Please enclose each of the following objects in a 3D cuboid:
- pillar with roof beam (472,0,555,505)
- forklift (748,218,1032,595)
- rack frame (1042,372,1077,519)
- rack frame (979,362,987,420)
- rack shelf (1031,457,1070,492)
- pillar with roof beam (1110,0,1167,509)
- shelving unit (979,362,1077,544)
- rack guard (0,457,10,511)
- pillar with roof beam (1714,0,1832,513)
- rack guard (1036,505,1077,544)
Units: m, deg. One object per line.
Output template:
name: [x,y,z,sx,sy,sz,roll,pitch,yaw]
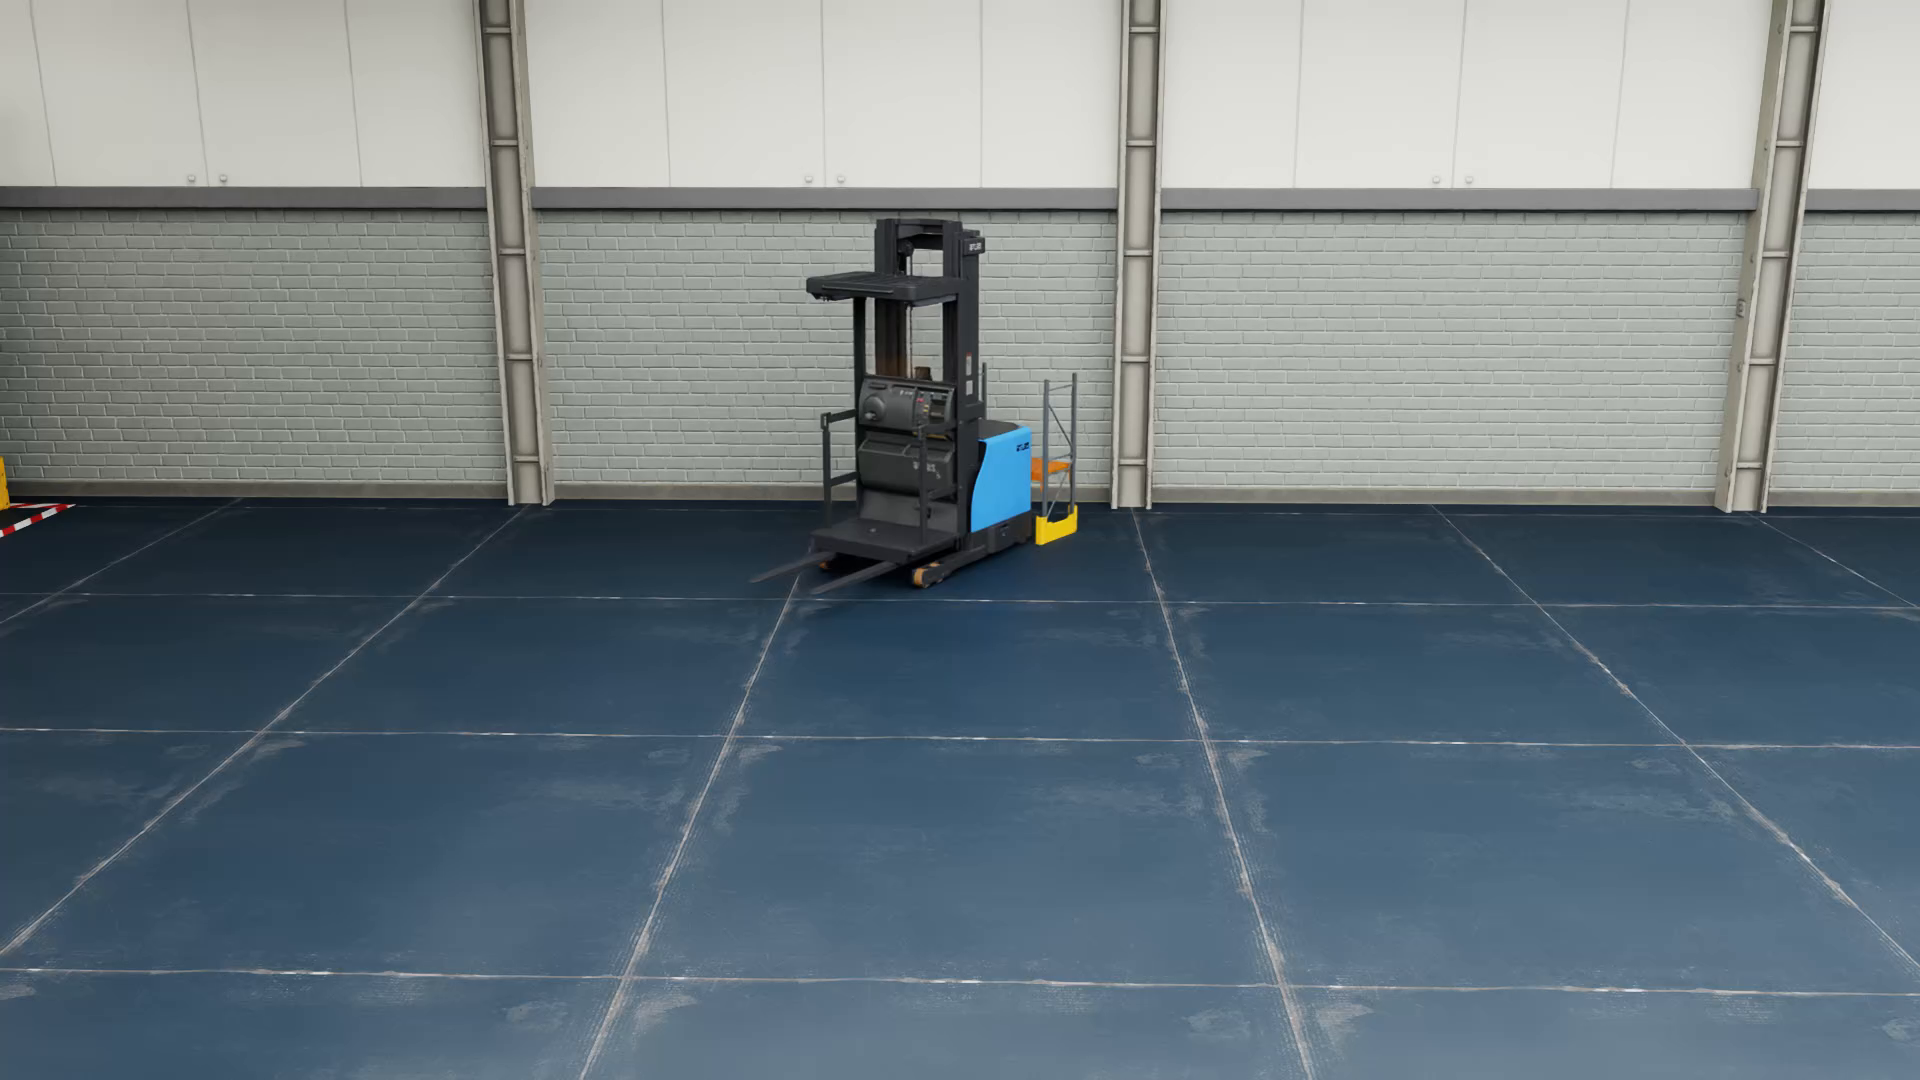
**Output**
pillar with roof beam: [-4.411,-3.639,11.405,0.400,9.000,9.100,0,15,1]
forklift: [-0.570,-1.155,13.884,1.130,2.935,3.031,9,17,32]
rack frame: [0.906,-0.749,15.149,0.032,1.500,0.500,11,18,36]
rack frame: [0.093,-0.905,15.739,0.032,1.500,0.500,11,18,36]
rack shelf: [0.500,-0.653,15.490,1.000,0.185,0.538,11,18,36]
pillar with roof beam: [1.587,-3.600,11.256,0.400,9.000,9.100,0,15,1]
shelving unit: [0.492,-0.828,15.449,1.083,1.500,0.587,11,18,36]
rack guard: [-9.602,-0.432,15.909,0.348,0.500,1.175,0,15,1]
pillar with roof beam: [7.585,-3.561,11.108,0.400,9.000,9.100,0,15,1]
rack guard: [0.891,-0.148,15.319,0.087,0.250,0.587,11,18,36]
